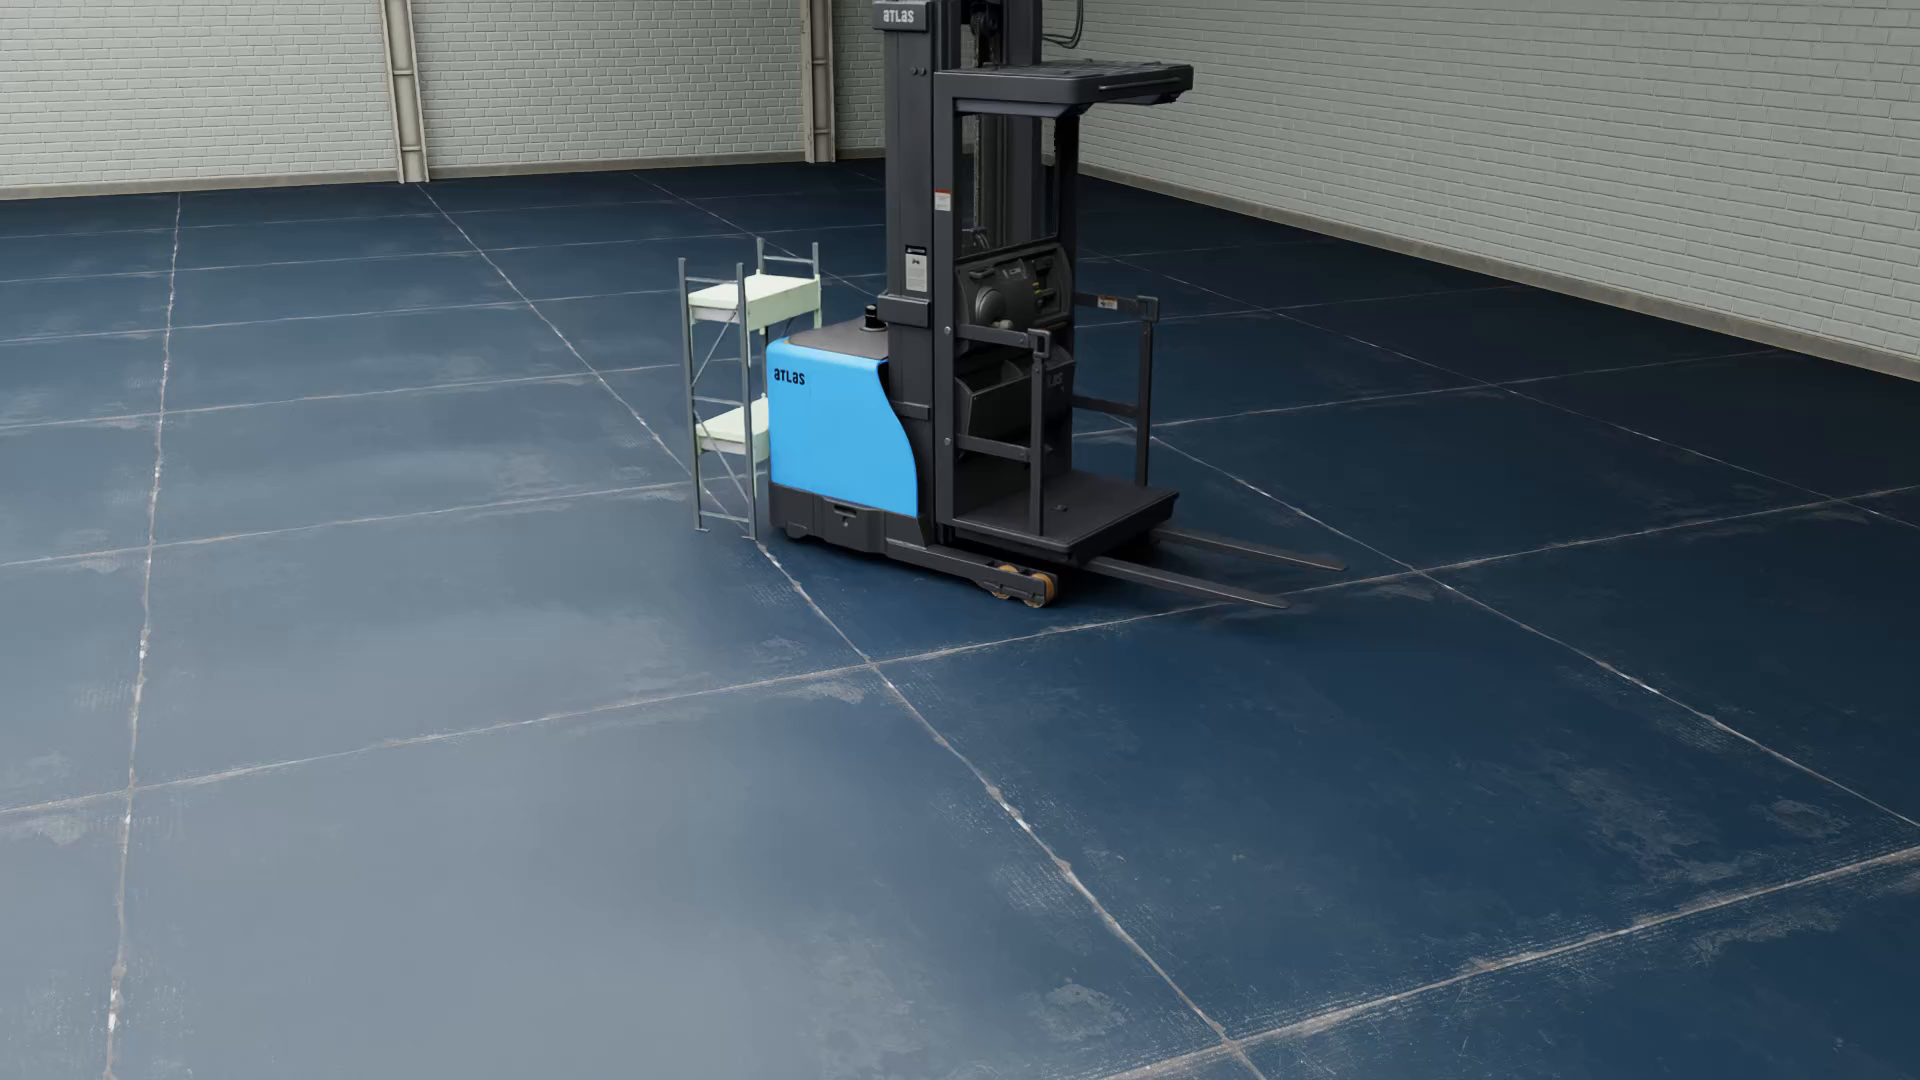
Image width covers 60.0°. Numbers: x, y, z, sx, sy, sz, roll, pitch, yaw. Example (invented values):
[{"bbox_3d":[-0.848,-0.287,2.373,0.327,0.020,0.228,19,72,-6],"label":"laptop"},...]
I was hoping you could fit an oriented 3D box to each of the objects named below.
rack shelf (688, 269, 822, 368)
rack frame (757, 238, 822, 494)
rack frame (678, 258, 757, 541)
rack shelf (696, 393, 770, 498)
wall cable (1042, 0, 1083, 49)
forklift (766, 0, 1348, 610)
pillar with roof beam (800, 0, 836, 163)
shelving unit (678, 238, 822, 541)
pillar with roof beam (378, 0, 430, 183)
[{"bbox_3d":[-1.119,-1.213,9.030,0.431,0.370,0.720,9,21,26],"label":"rack shelf"},{"bbox_3d":[-0.950,-0.953,9.465,0.400,1.500,0.023,9,21,26],"label":"rack frame"},{"bbox_3d":[-1.285,-0.736,8.852,0.400,1.500,0.023,9,21,26],"label":"rack frame"},{"bbox_3d":[-1.116,-0.537,9.266,0.431,0.370,0.720,9,21,26],"label":"rack shelf"},{"bbox_3d":[1.082,-8.584,24.528,0.112,2.526,3.097,-8,21,-22],"label":"wall cable"},{"bbox_3d":[0.448,-1.252,8.164,3.031,2.935,1.130,14,24,34],"label":"forklift"},{"bbox_3d":[-0.442,-8.752,20.328,0.400,9.000,9.100,-8,21,-22],"label":"pillar with roof beam"},{"bbox_3d":[-1.118,-0.845,9.158,0.431,1.500,0.755,9,21,26],"label":"shelving unit"},{"bbox_3d":[-5.951,-7.962,18.086,0.400,9.000,9.100,-8,21,-22],"label":"pillar with roof beam"}]
